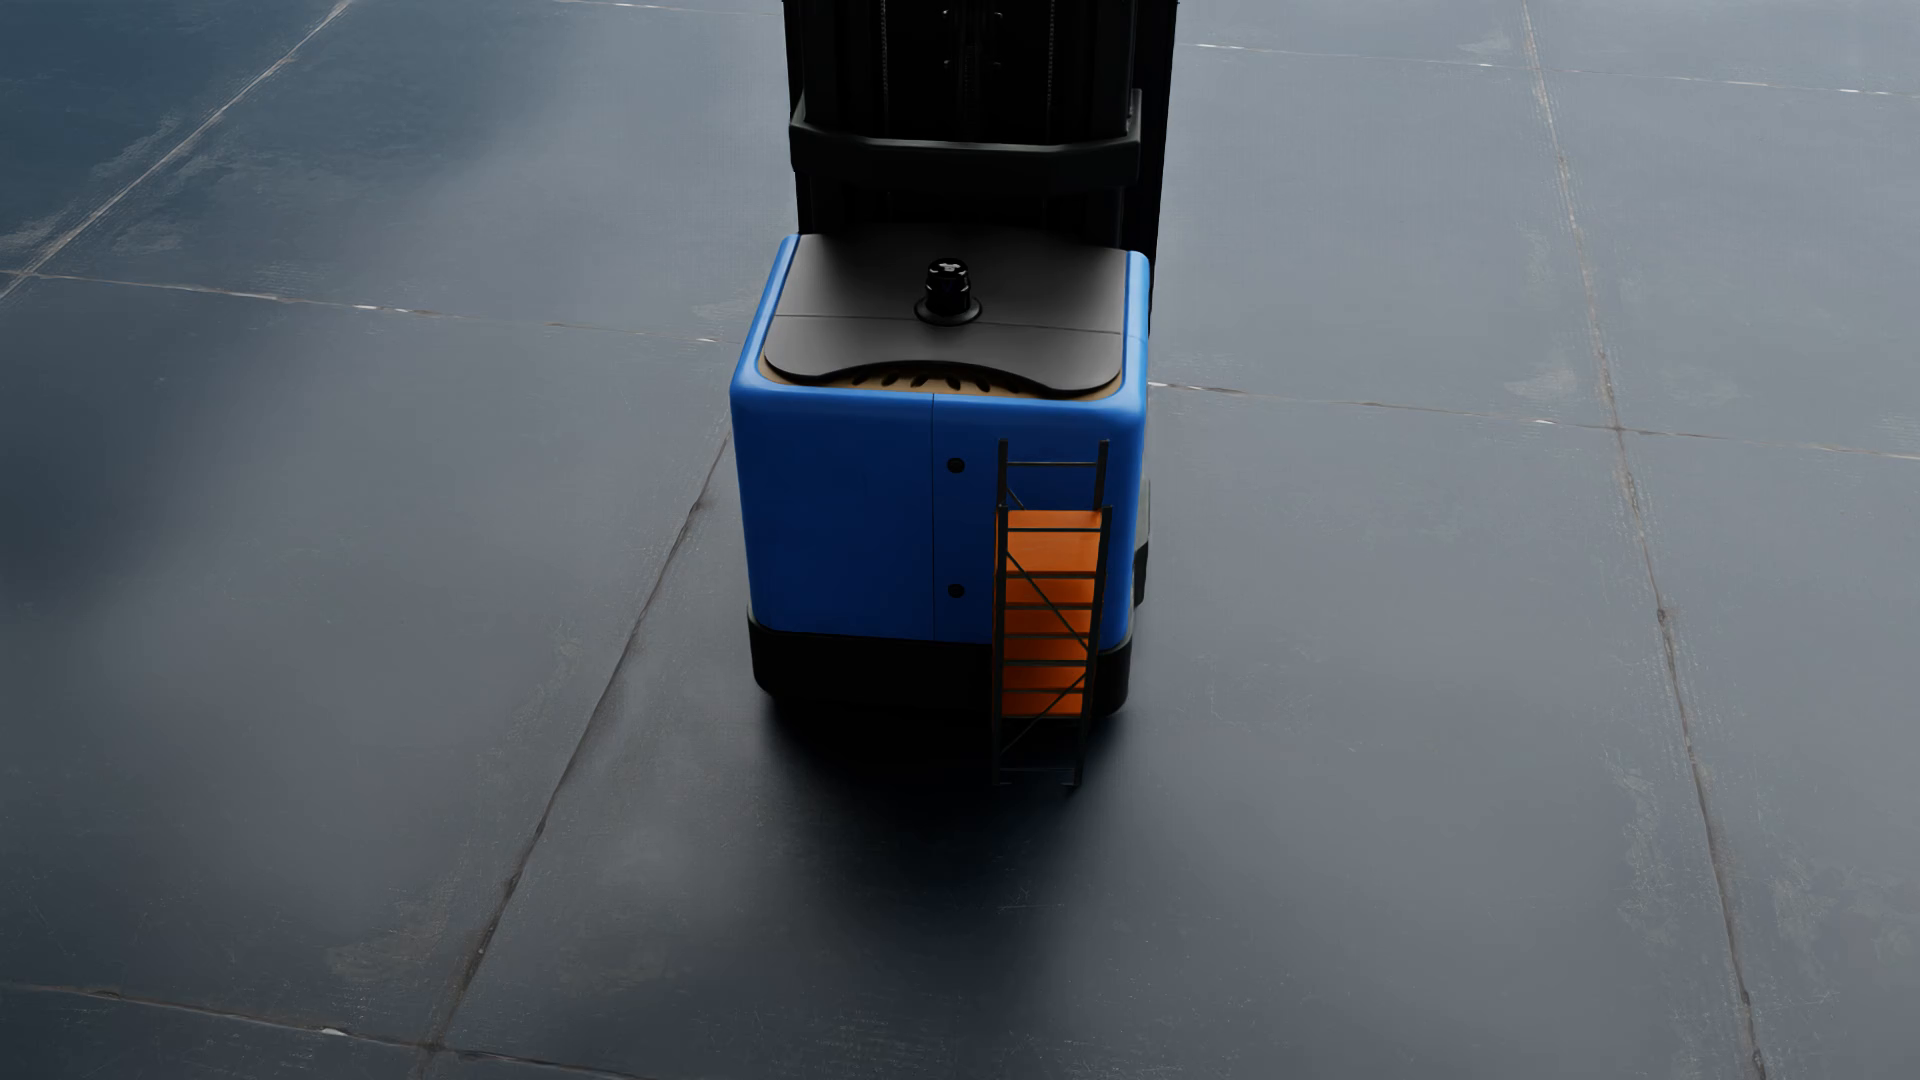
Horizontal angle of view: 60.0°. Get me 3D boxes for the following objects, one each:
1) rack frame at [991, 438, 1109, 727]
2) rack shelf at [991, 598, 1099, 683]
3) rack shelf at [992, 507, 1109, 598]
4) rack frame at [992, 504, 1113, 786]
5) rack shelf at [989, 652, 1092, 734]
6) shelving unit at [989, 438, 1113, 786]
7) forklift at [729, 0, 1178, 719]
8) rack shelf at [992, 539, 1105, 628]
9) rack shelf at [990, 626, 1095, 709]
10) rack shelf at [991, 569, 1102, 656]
[{"bbox_3d":[0.205,0.147,4.089,0.240,1.200,0.006,0,53,0],"label":"rack frame"},{"bbox_3d":[0.204,0.246,4.068,0.258,0.103,0.180,0,53,0],"label":"rack shelf"},{"bbox_3d":[0.203,0.028,3.782,0.258,0.103,0.180,0,53,0],"label":"rack shelf"},{"bbox_3d":[0.203,0.292,3.978,0.240,1.200,0.006,0,53,0],"label":"rack frame"},{"bbox_3d":[0.205,0.392,4.259,0.258,0.103,0.180,0,53,0],"label":"rack shelf"},{"bbox_3d":[0.204,0.219,4.033,0.258,1.200,0.189,0,53,0],"label":"shelving unit"},{"bbox_3d":[0.079,-1.572,4.851,1.130,2.935,3.031,4,40,4],"label":"forklift"},{"bbox_3d":[0.204,0.101,3.878,0.258,0.103,0.180,0,53,0],"label":"rack shelf"},{"bbox_3d":[0.204,0.319,4.164,0.258,0.103,0.180,0,53,0],"label":"rack shelf"},{"bbox_3d":[0.204,0.173,3.973,0.258,0.103,0.180,0,53,0],"label":"rack shelf"}]
